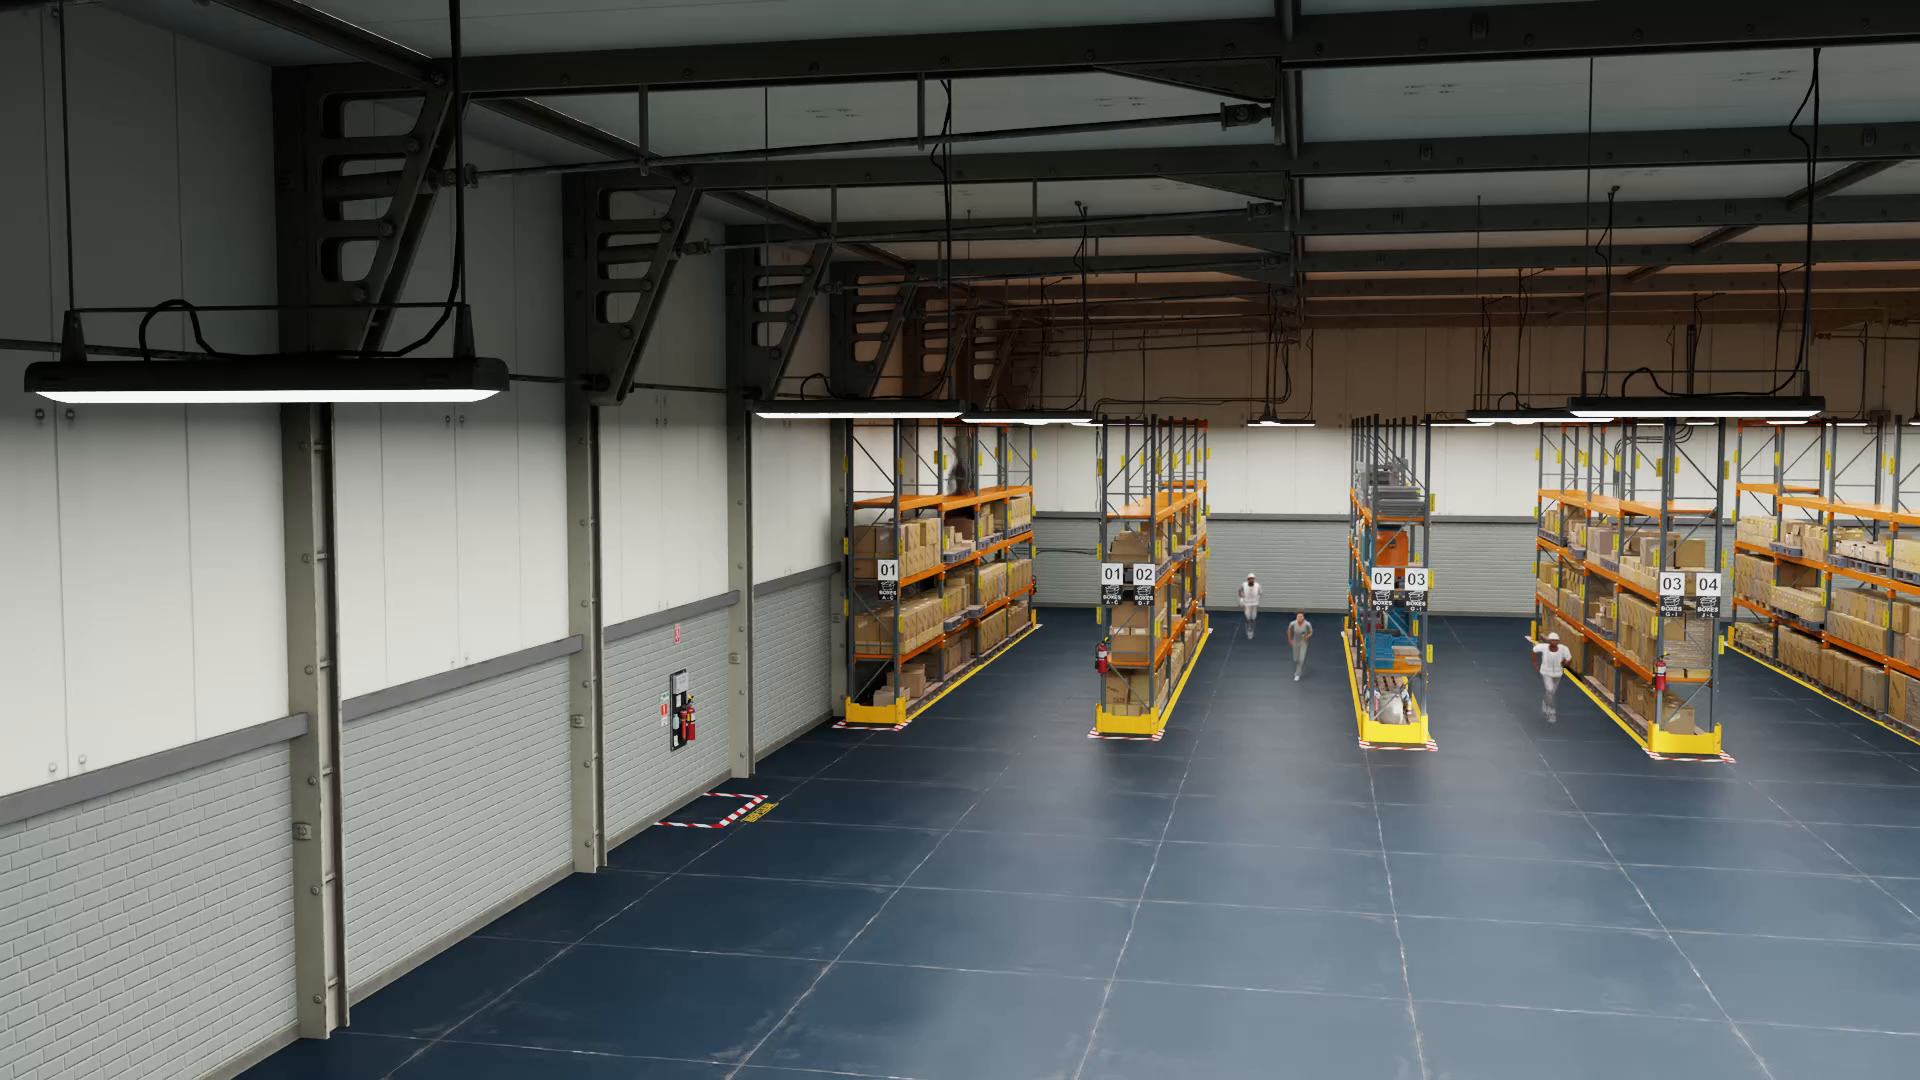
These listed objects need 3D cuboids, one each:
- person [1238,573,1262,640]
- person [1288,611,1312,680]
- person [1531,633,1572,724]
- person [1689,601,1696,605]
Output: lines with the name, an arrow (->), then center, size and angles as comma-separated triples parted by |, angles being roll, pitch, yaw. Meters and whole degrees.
person -> 7.977, 1.818, 45.603 | 0.602, 1.831, 0.886 | 0, 4, -4
person -> 7.778, 2.410, 38.058 | 0.554, 1.600, 0.704 | 1, 4, 11
person -> 11.642, 2.684, 32.773 | 0.695, 1.776, 1.002 | 0, 4, 3
person -> 19.128, 2.018, 43.873 | 0.589, 1.568, 0.818 | 3, 5, 39
